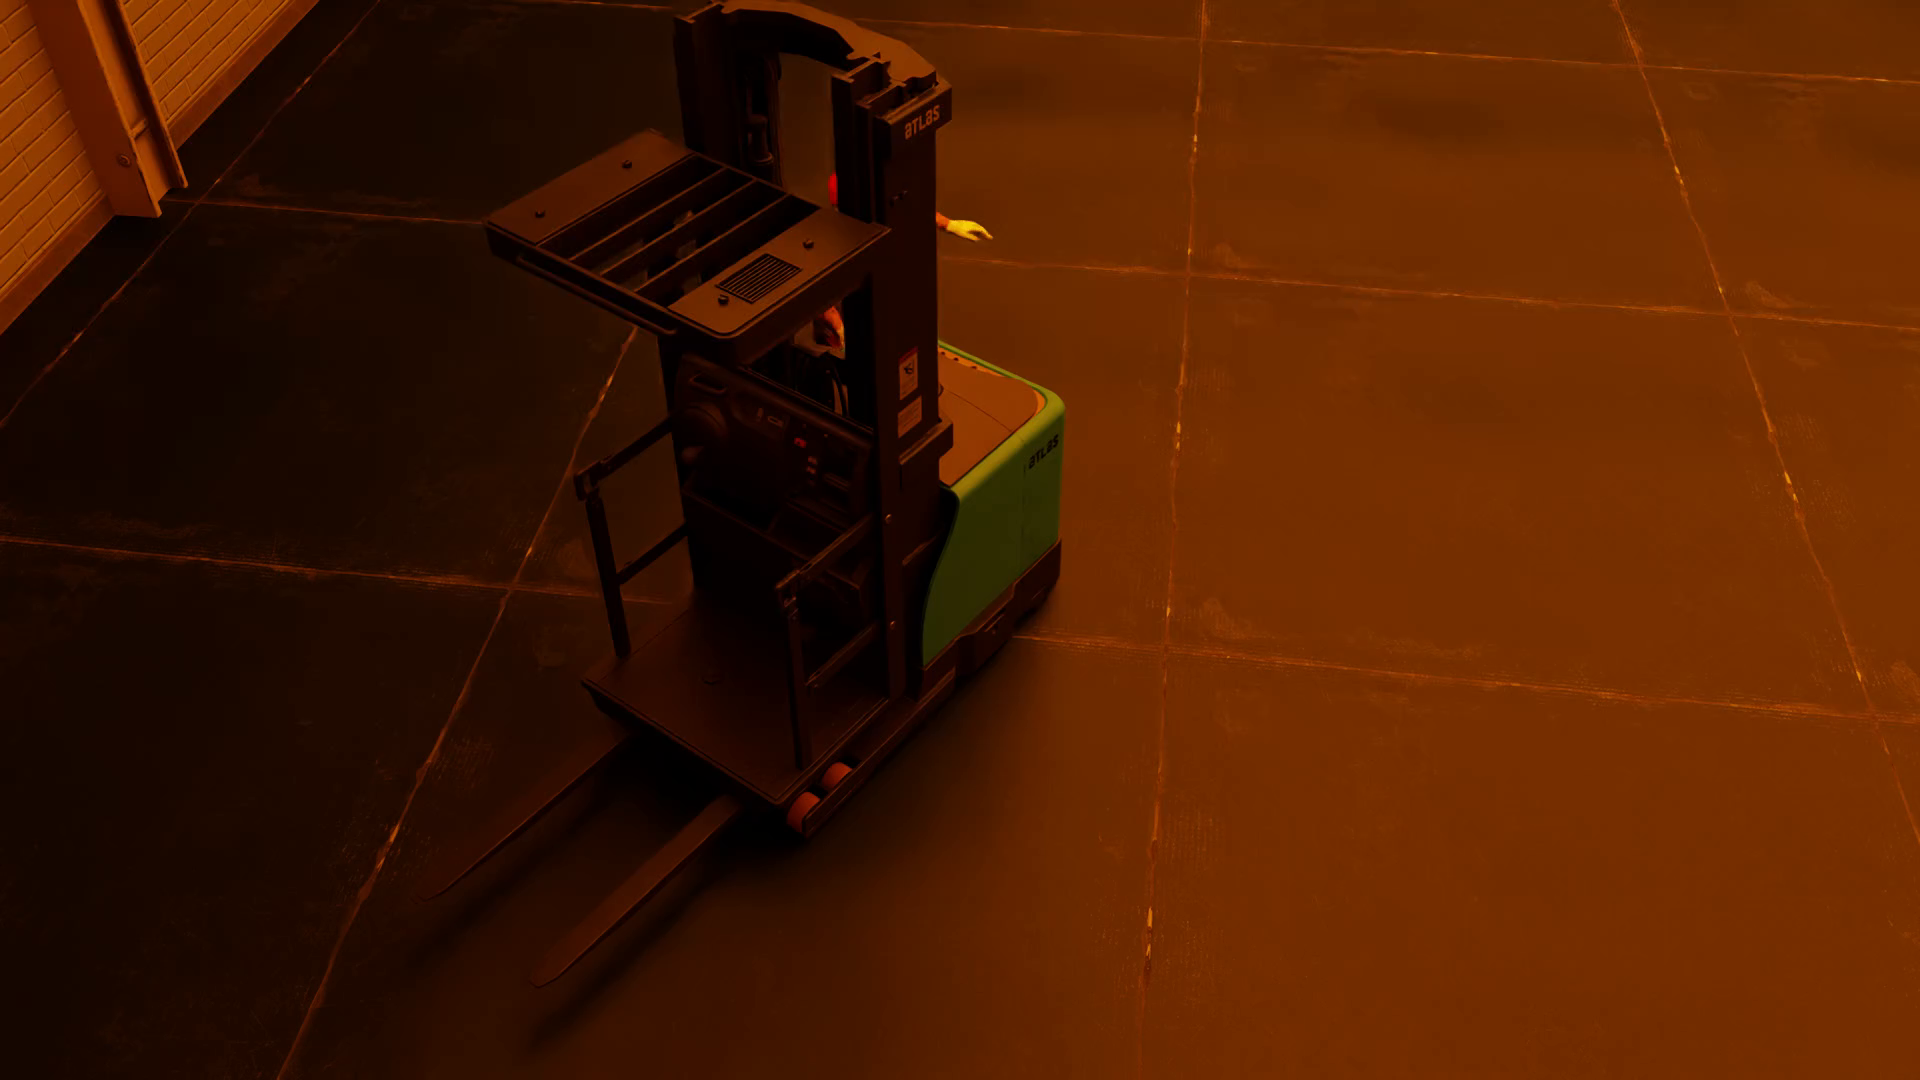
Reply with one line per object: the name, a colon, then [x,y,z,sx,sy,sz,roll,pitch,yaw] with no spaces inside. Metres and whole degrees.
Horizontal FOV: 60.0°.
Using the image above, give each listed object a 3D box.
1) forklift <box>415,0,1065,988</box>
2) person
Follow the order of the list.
forklift: [-0.834,-0.290,6.041,1.130,2.935,3.031,27,49,26]
person: [-0.270,-0.982,7.814,0.860,1.564,1.133,12,44,12]
